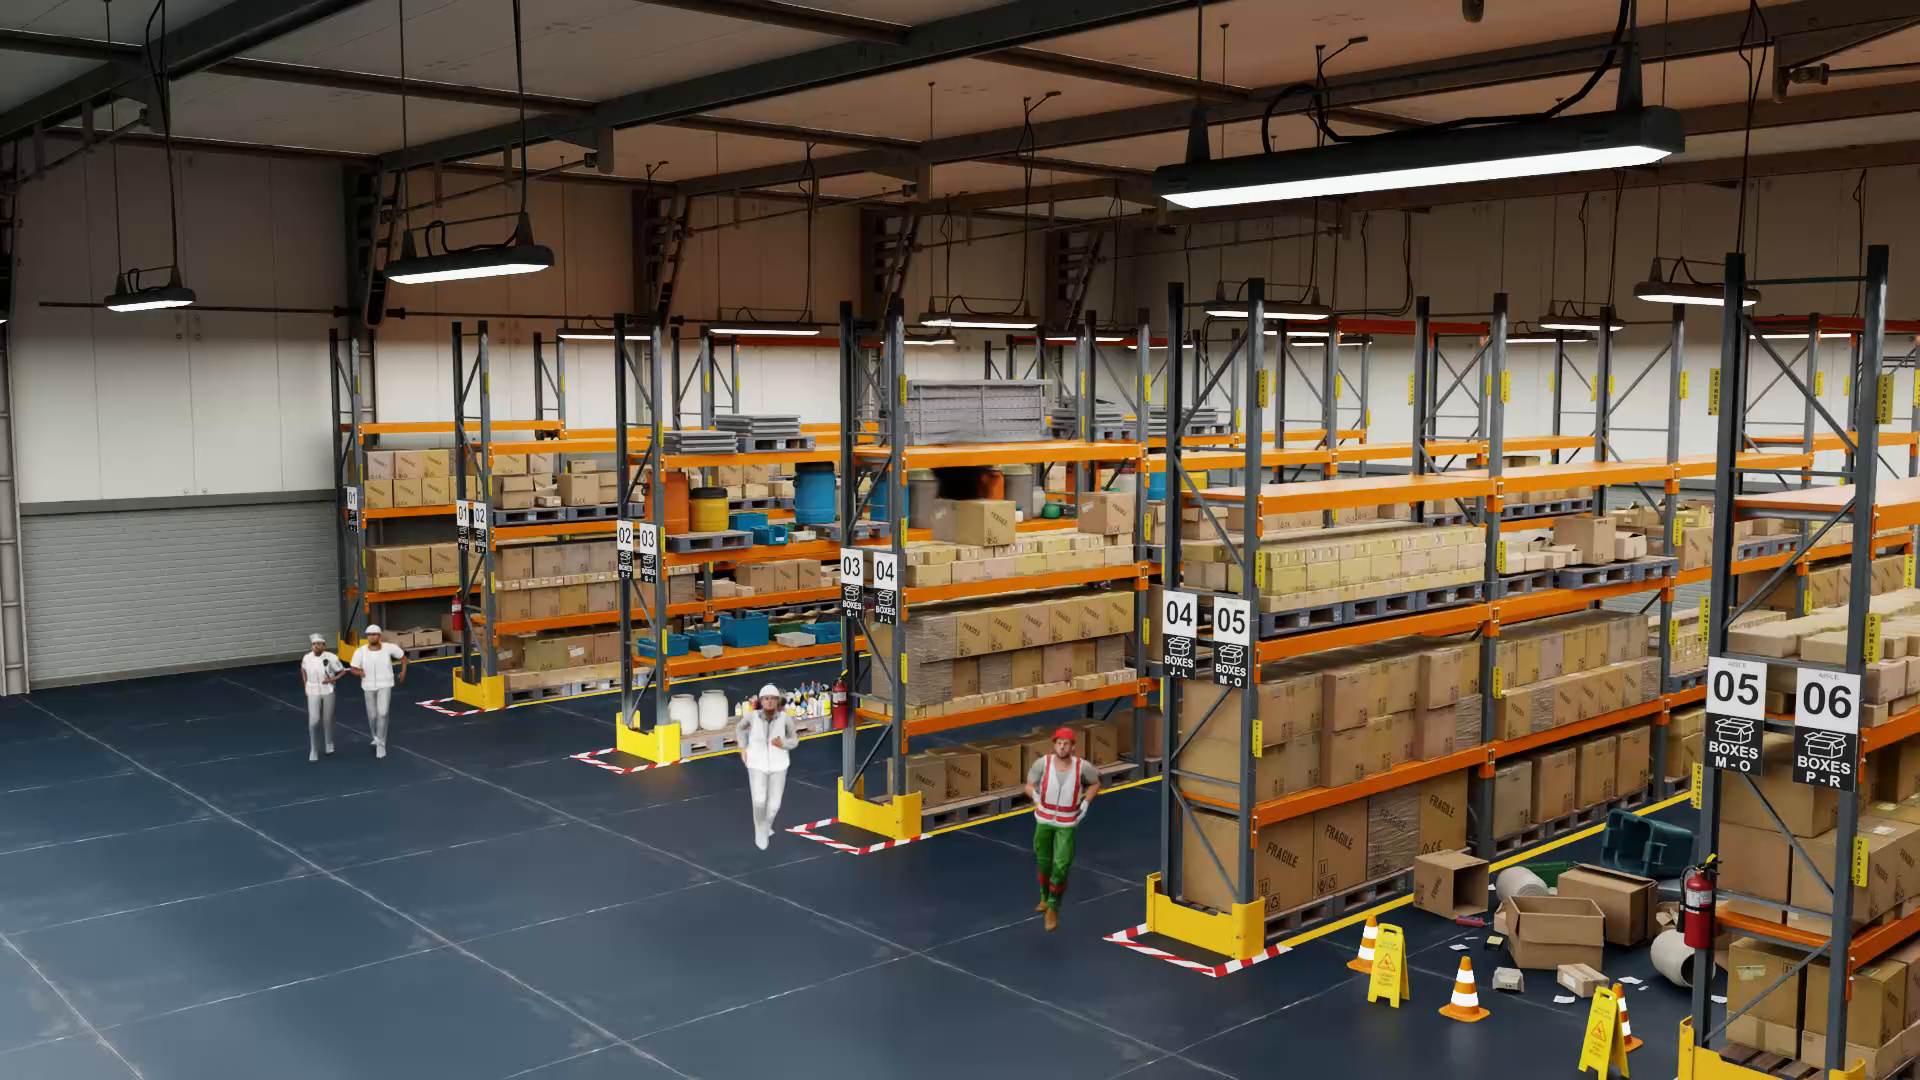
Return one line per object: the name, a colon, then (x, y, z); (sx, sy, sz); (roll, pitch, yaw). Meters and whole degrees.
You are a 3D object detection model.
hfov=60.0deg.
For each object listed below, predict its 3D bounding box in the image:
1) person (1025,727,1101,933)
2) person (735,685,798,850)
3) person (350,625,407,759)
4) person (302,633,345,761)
person: (0.899, 2.599, 14.947); (0.655, 1.858, 0.707); (1, 6, 14)
person: (-2.023, 2.374, 17.471); (0.629, 1.736, 0.775); (-1, 6, -12)
person: (-7.978, 2.049, 22.799); (0.704, 1.792, 0.805); (-1, 6, -8)
person: (-8.609, 2.122, 22.494); (0.590, 1.777, 0.689); (-1, 6, -11)
